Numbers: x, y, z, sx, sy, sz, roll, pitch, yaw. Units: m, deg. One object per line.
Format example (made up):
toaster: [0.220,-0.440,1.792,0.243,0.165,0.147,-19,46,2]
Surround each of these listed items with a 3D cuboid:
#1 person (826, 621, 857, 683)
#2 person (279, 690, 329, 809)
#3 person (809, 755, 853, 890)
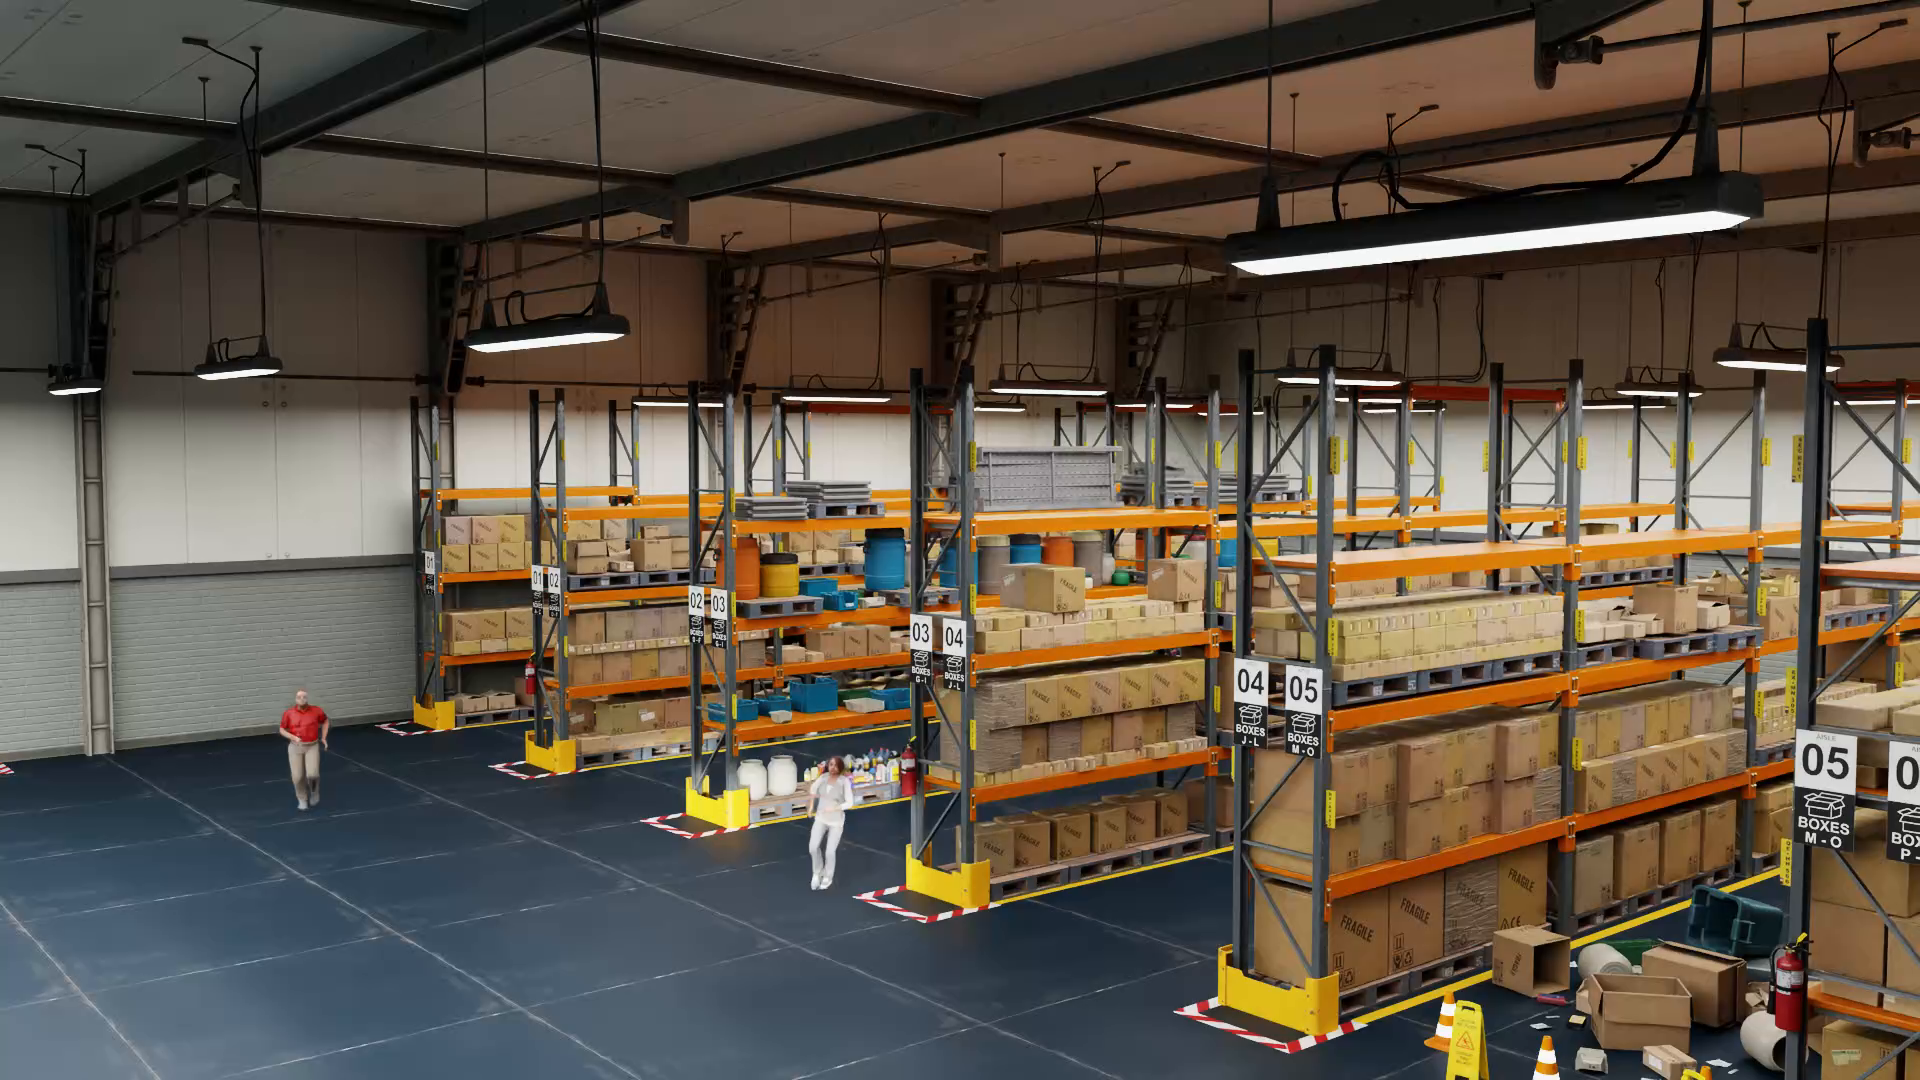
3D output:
person: [-2.393,2.055,32.913,0.676,1.821,0.814,3,5,43]
person: [-9.174,2.942,23.276,0.651,1.688,0.607,-1,4,-20]
person: [-1.490,3.252,19.123,0.553,1.562,0.550,0,3,8]
